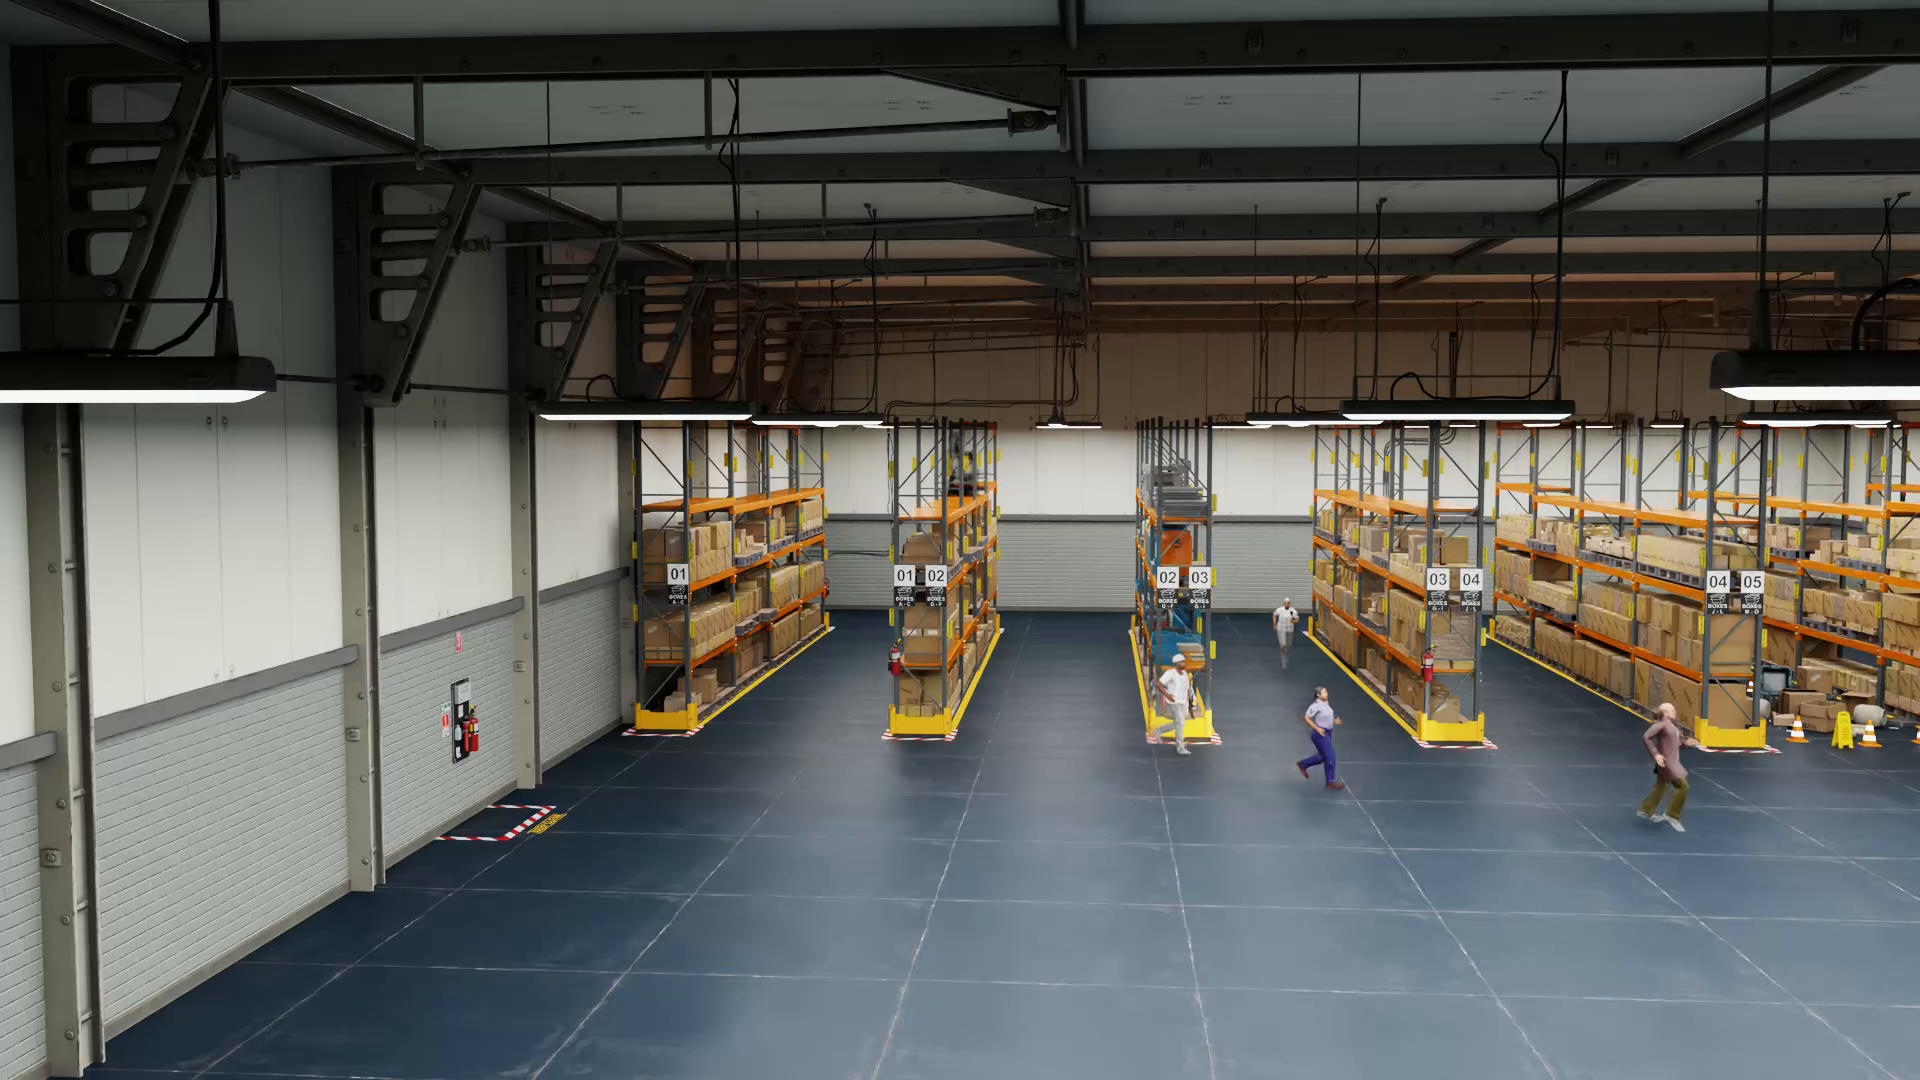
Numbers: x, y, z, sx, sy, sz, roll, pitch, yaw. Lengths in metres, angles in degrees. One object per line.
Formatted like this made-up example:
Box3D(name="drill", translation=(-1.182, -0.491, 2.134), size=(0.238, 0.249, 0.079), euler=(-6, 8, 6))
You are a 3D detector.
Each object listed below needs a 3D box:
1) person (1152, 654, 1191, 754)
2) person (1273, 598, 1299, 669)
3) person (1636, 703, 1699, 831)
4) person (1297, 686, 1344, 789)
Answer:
Box3D(name="person", translation=(3.858, 2.923, 29.845), size=(0.885, 1.763, 0.737), euler=(3, 5, 42))
Box3D(name="person", translation=(7.926, 2.245, 40.418), size=(0.580, 1.711, 0.855), euler=(0, 4, 0))
Box3D(name="person", translation=(10.216, 3.273, 24.014), size=(0.819, 1.845, 0.673), euler=(2, 4, 30))
Box3D(name="person", translation=(5.806, 3.160, 26.818), size=(0.843, 1.615, 0.621), euler=(2, 4, 30))
